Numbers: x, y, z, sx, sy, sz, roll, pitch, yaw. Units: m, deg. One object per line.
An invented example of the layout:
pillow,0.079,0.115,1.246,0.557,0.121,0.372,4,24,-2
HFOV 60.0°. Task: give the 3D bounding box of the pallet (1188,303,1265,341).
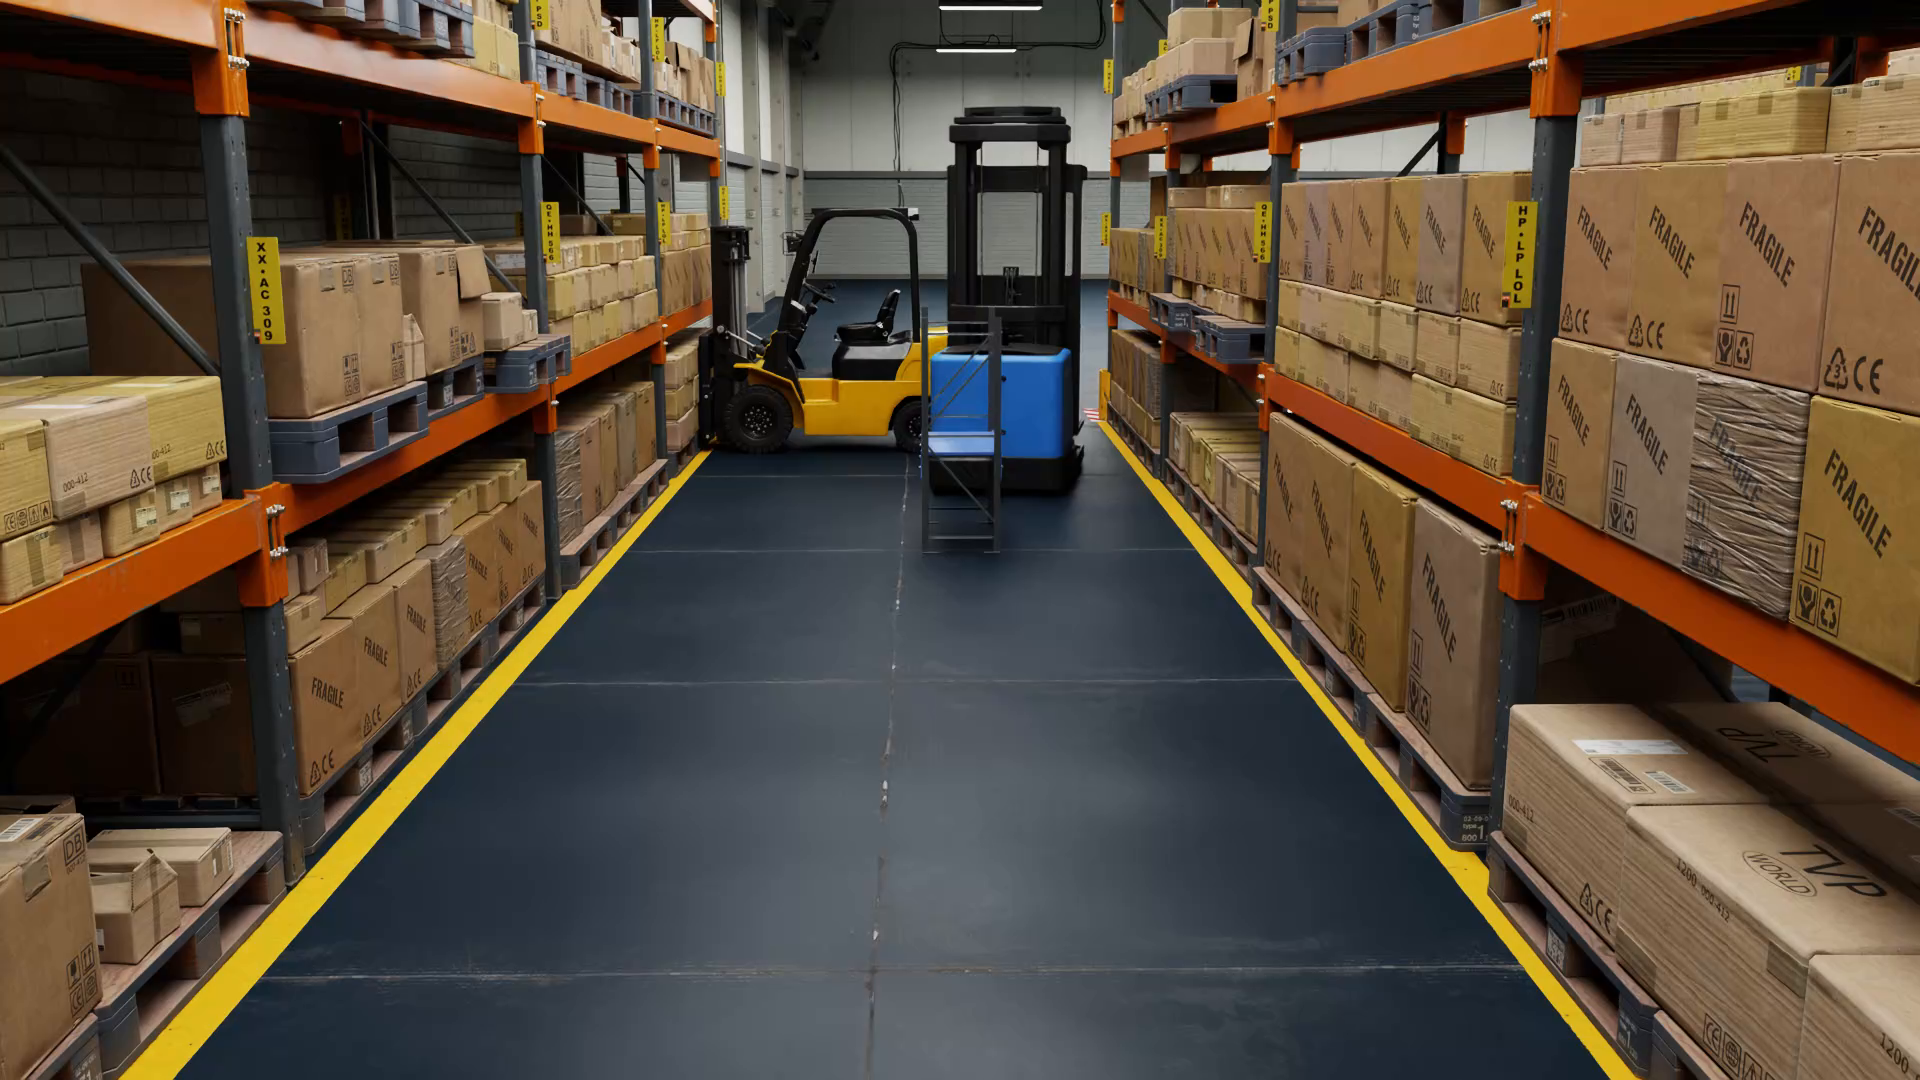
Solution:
pallet,2.117,-1.454,11.166,1.003,0.211,1.213,0,11,-1

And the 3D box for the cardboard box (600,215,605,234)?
cardboard box,-3.137,-2.606,13.731,0.380,0.149,0.250,0,11,-2

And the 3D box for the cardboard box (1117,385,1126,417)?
cardboard box,1.777,-1.341,15.982,0.500,0.250,0.500,0,11,1

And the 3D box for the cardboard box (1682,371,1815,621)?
cardboard box,2.040,-0.116,3.833,0.500,0.500,0.500,0,11,-1

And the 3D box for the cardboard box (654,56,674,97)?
cardboard box,-2.620,-3.777,13.502,0.500,0.311,0.500,0,11,0

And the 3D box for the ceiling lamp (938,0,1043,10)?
ceiling lamp,0.581,-11.787,31.844,2.000,3.185,0.800,0,11,-1

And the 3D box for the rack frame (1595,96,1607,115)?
rack frame,6.981,-5.726,16.649,1.000,3.000,0.127,0,11,-1

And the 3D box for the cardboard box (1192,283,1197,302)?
cardboard box,1.854,-1.765,11.789,0.380,0.149,0.250,0,11,0

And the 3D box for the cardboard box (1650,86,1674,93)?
cardboard box,6.757,-4.285,15.411,0.500,0.250,0.500,0,11,-2

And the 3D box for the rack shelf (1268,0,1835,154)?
rack shelf,2.240,-1.875,7.022,1.077,0.370,4.000,0,11,-1

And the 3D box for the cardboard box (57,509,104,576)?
cardboard box,-2.387,0.002,4.136,0.380,0.149,0.250,0,11,0

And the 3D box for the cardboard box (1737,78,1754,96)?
cardboard box,6.724,-3.765,13.852,0.380,0.149,0.250,0,11,0

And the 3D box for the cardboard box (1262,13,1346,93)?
cardboard box,2.189,-2.862,9.829,0.700,0.500,0.500,0,11,-1

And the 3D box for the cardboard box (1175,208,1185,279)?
cardboard box,1.850,-2.157,12.090,0.500,0.500,0.500,0,11,-1

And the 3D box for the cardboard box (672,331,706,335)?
cardboard box,-2.591,-1.881,16.129,0.500,0.250,0.500,0,11,0

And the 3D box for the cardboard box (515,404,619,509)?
cardboard box,-2.798,-0.564,11.209,0.875,0.625,0.625,-1,11,-4

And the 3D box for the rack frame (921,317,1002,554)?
rack frame,0.009,-0.651,10.495,0.500,1.500,0.032,0,11,-1

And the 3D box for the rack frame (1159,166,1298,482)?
rack frame,2.116,-1.950,13.127,1.000,3.000,0.127,0,11,-1

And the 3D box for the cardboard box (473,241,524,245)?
cardboard box,-3.024,-1.870,10.848,0.380,0.149,0.250,0,11,0

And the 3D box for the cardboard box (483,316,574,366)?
cardboard box,-2.528,-1.150,9.558,0.500,0.250,0.500,0,11,-1

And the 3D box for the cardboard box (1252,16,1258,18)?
cardboard box,2.256,-3.683,12.187,0.500,0.250,0.500,0,11,0

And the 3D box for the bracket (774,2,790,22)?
bracket,-3.895,-11.464,35.879,0.076,0.066,4.783,0,11,-1

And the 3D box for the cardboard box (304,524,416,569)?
cardboard box,-2.512,0.031,6.962,0.380,0.149,0.250,0,11,1

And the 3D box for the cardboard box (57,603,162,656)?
cardboard box,-2.977,0.291,5.681,0.380,0.149,0.250,-1,11,-3

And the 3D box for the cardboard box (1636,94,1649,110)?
cardboard box,6.684,-4.167,15.835,0.380,0.149,0.250,0,11,-1

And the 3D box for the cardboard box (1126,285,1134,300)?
cardboard box,1.776,-2.349,15.723,0.380,0.149,0.250,0,11,0

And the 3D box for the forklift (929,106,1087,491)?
forklift,0.473,-2.057,13.825,1.130,2.935,3.031,2,12,8

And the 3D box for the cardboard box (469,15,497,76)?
cardboard box,-2.499,-2.329,7.830,0.500,0.250,0.500,0,11,-1

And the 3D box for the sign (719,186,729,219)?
sign,-2.386,-3.407,16.801,0.100,0.325,0.005,0,11,-1

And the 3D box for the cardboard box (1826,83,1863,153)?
cardboard box,2.105,-0.899,3.550,0.380,0.149,0.250,0,11,-1

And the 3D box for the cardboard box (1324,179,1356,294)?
cardboard box,1.980,-1.393,7.617,0.500,0.500,0.500,0,11,0

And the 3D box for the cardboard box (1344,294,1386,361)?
cardboard box,1.967,-0.922,7.179,0.500,0.250,0.500,0,11,0

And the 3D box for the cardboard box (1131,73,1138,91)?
cardboard box,1.757,-4.160,15.103,0.380,0.149,0.250,0,11,0

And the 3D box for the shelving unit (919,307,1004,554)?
shelving unit,-0.002,-0.752,10.994,0.538,1.500,1.048,0,11,-1

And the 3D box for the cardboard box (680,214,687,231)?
cardboard box,-2.673,-2.862,14.989,0.380,0.149,0.250,0,11,0

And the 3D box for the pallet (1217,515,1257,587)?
pallet,2.184,0.056,10.251,1.003,0.211,1.213,0,11,-1

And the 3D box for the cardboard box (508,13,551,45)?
cardboard box,-2.467,-2.815,9.125,0.380,0.166,0.250,0,11,-1

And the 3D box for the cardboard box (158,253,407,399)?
cardboard box,-2.478,-0.794,6.119,0.700,0.500,0.500,0,11,-1

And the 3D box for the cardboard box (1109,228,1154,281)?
cardboard box,1.766,-2.845,16.537,0.500,0.500,0.500,0,11,-2

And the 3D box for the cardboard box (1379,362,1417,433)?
cardboard box,2.020,-0.576,6.732,0.500,0.250,0.500,-1,11,-3

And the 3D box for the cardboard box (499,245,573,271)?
cardboard box,-2.513,-1.669,9.860,0.380,0.149,0.250,0,11,0

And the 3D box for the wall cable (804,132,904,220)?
wall cable,-3.174,-10.555,48.262,3.097,2.526,0.112,0,11,-1

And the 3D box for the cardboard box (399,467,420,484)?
cardboard box,-3.064,-0.328,8.729,0.380,0.149,0.250,0,11,2

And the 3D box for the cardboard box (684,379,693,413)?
cardboard box,-2.560,-1.230,14.179,0.500,0.250,0.500,0,11,-1

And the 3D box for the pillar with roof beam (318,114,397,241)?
pillar with roof beam,0.613,-4.347,9.854,9.100,9.000,0.400,0,11,-1

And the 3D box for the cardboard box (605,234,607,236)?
cardboard box,-3.190,-2.512,14.016,0.380,0.149,0.250,0,11,-1

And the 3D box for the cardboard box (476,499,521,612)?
cardboard box,-2.540,0.068,8.410,0.500,0.500,0.500,0,11,-2

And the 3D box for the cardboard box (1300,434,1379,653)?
cardboard box,2.145,-0.005,7.825,0.875,0.875,0.875,0,11,0

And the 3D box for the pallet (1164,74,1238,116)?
pallet,2.047,-2.999,11.224,1.213,0.211,1.003,0,11,-1

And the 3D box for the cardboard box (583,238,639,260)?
cardboard box,-2.503,-2.077,11.870,0.380,0.149,0.250,-1,11,-3

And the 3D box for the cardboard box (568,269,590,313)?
cardboard box,-2.538,-1.494,9.999,0.500,0.250,0.500,0,11,1

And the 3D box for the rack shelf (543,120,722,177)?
rack shelf,-2.887,-3.444,14.756,1.077,0.370,4.000,0,11,-1

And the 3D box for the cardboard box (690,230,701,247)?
cardboard box,-2.591,-2.768,15.277,0.380,0.149,0.250,0,11,-1

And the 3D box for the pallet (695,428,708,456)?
pallet,-2.849,-0.964,15.279,1.003,0.211,1.213,0,11,-1

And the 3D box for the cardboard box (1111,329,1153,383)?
cardboard box,1.775,-1.805,16.384,0.500,0.500,0.500,-1,11,-3

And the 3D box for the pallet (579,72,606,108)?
pallet,-2.893,-2.868,10.583,1.003,0.211,1.213,0,11,1

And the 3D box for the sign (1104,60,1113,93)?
sign,1.491,-4.641,16.650,0.100,0.325,0.005,0,11,-1

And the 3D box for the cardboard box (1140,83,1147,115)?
cardboard box,1.831,-3.781,14.236,0.500,0.250,0.500,0,11,-2
